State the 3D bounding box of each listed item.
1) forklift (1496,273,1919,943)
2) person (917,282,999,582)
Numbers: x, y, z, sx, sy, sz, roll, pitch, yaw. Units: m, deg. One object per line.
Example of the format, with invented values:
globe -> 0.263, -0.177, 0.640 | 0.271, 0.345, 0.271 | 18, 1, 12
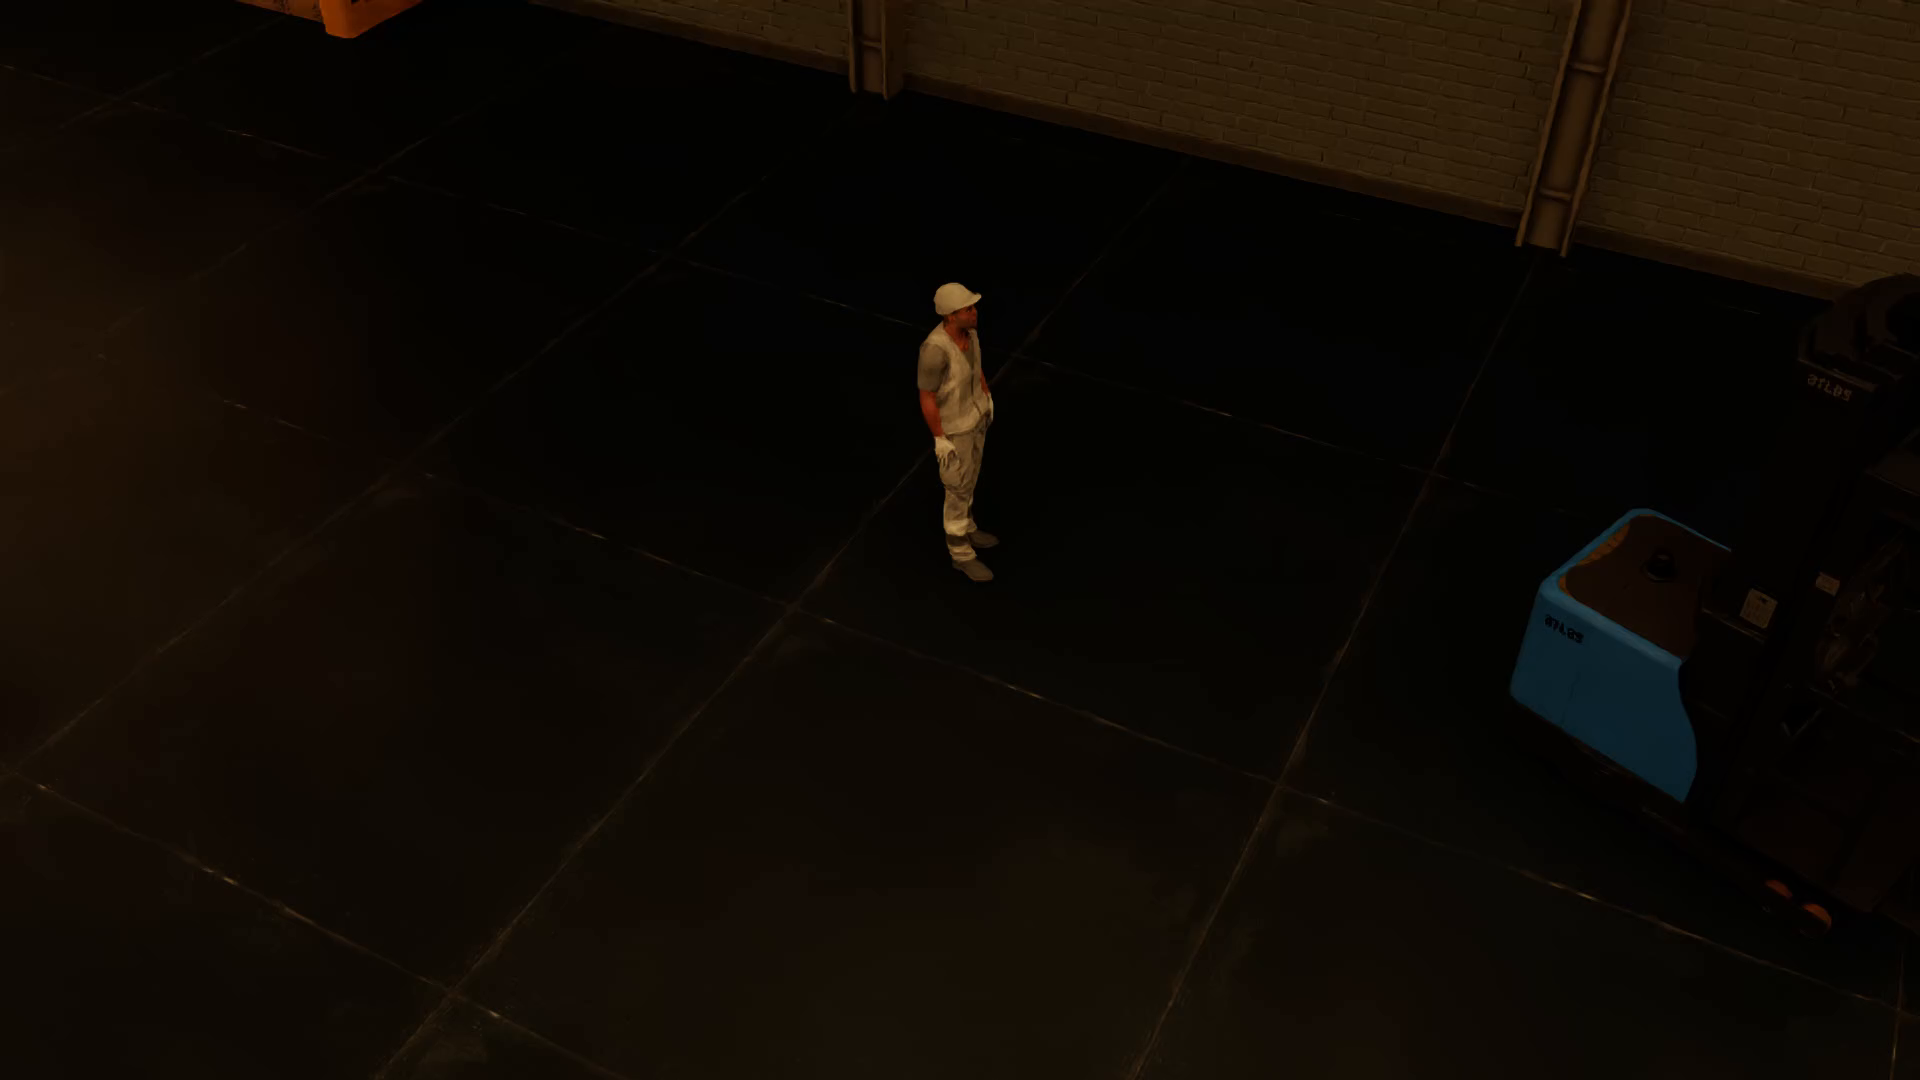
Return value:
forklift -> 4.263, 0.412, 7.498 | 1.130, 2.935, 3.031 | -31, 49, -31
person -> 0.066, -0.660, 9.645 | 0.563, 1.787, 0.637 | 18, 43, 21
